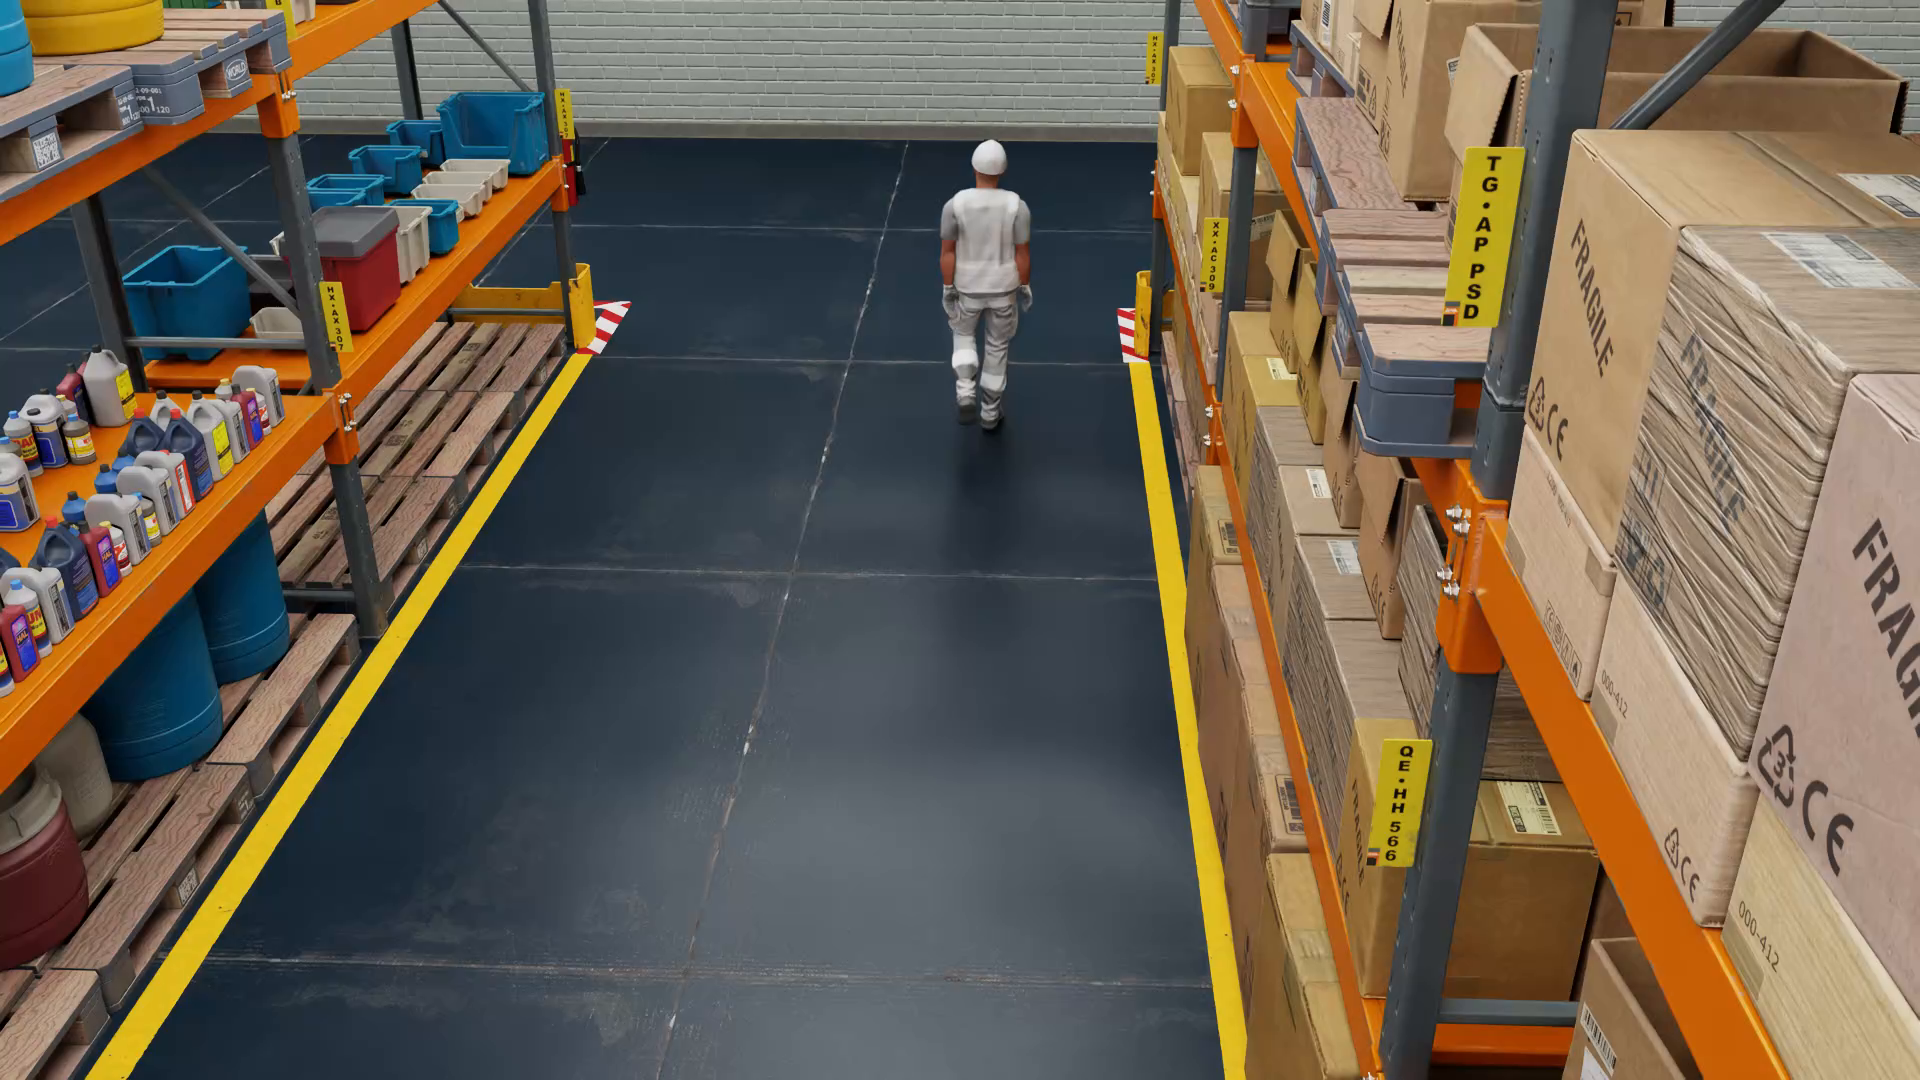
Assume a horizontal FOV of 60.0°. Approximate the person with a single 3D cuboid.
[{"bbox_3d":[0.159,-1.495,9.886,0.543,1.782,0.500,3,28,5],"label":"person"}]
